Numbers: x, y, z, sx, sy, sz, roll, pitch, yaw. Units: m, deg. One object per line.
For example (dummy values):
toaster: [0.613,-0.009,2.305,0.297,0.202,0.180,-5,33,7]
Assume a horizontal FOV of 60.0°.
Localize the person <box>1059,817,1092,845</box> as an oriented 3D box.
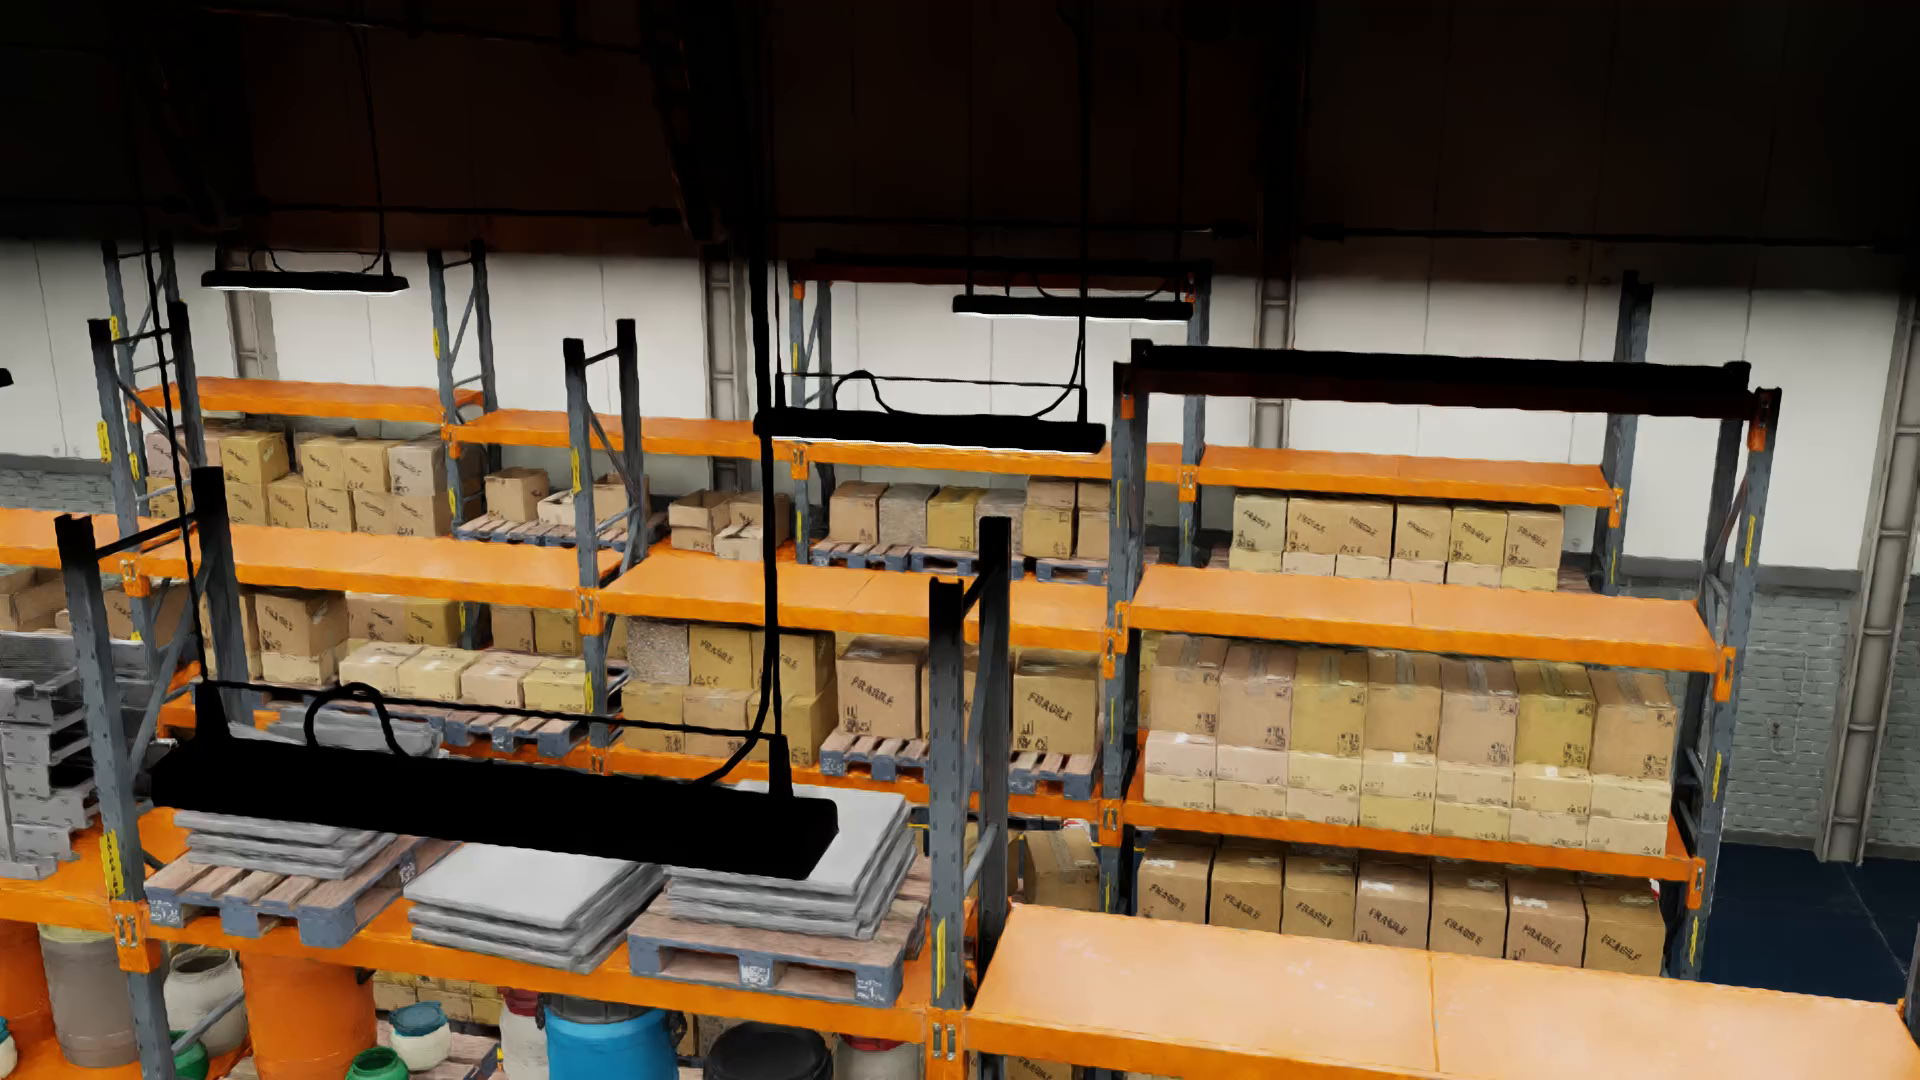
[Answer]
person: [1.047,3.029,14.946,0.552,1.742,0.677,3,17,11]
